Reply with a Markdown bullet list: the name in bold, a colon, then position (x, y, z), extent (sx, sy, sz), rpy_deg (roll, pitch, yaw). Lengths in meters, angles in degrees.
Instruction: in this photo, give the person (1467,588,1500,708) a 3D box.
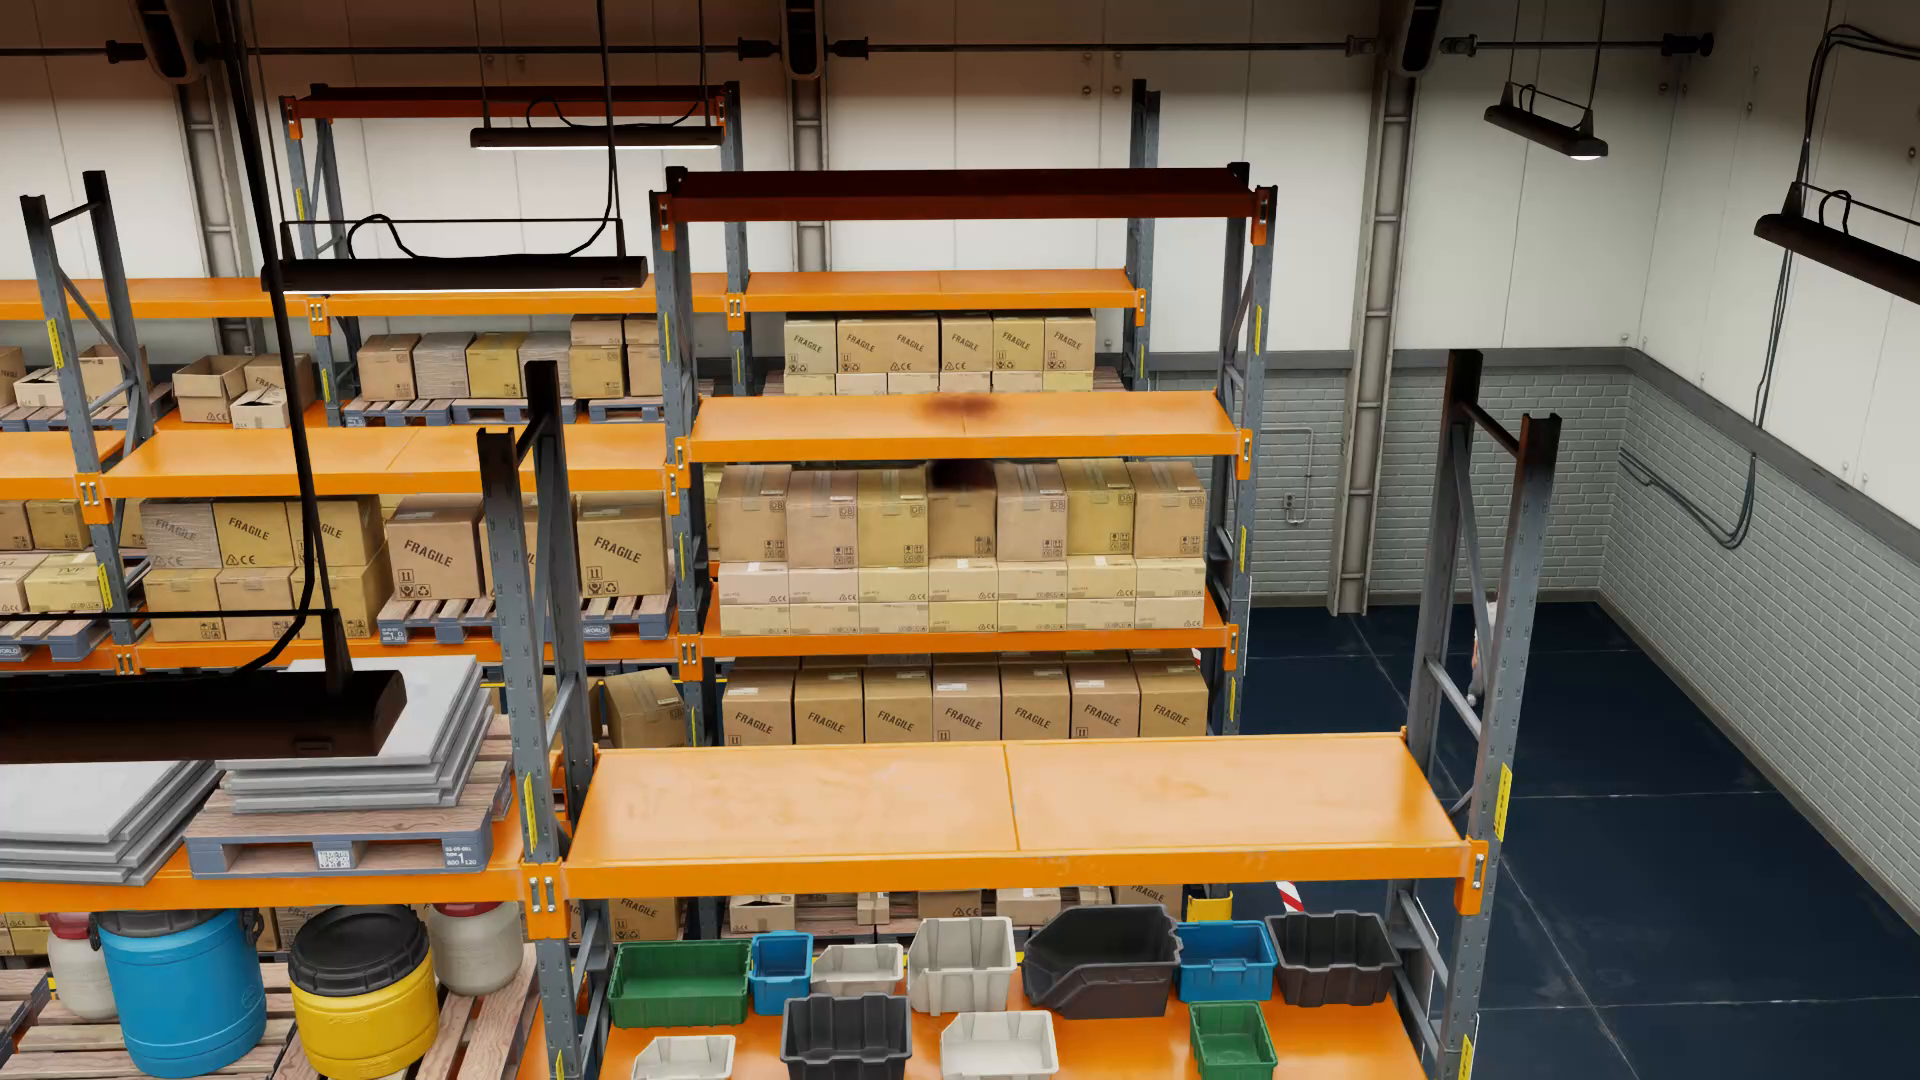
- **person**: position (5.239, 1.128, 16.286), extent (0.444, 1.552, 0.719), rpy_deg (5, 23, 12)
